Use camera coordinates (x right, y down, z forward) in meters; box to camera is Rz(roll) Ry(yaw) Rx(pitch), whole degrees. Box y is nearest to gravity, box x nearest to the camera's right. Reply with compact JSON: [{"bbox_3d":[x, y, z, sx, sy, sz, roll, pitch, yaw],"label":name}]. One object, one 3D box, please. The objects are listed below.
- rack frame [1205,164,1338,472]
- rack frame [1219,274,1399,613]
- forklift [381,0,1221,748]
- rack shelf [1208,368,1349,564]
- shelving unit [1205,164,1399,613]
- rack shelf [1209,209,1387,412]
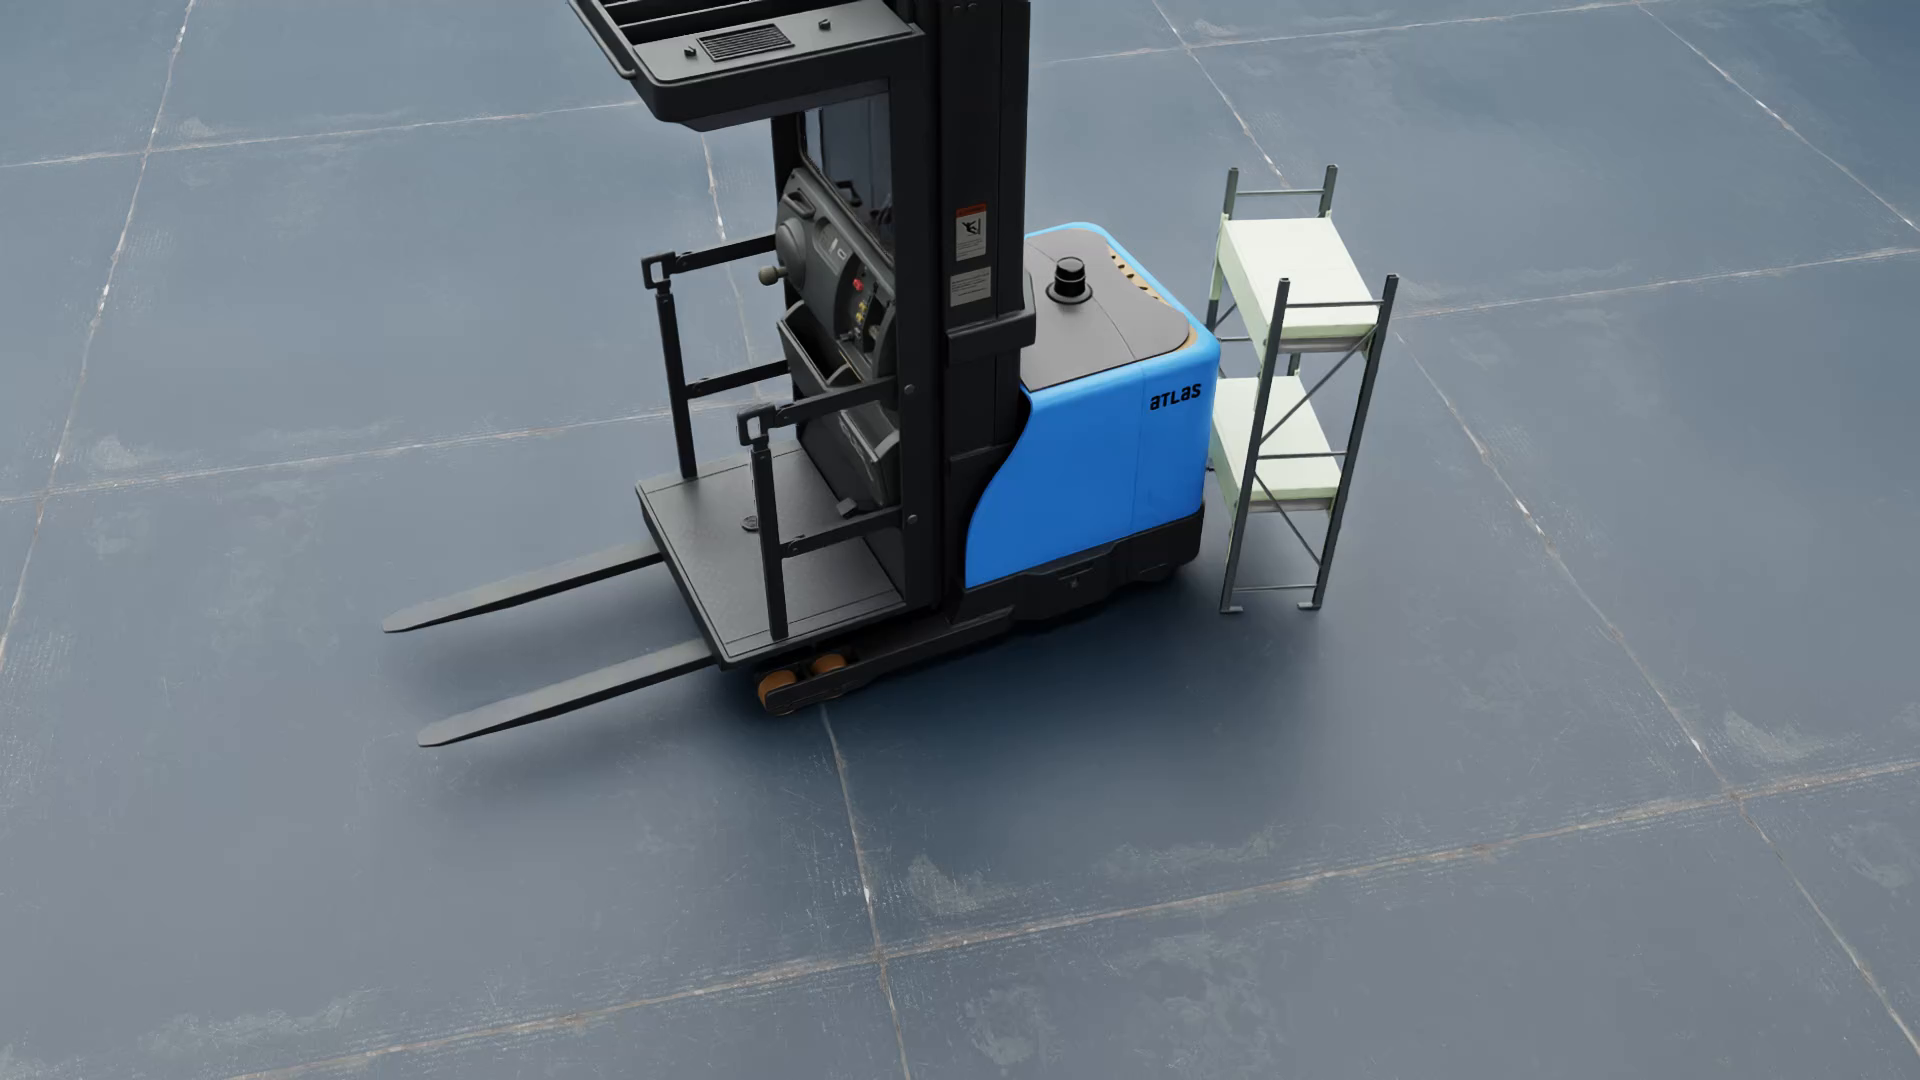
[{"bbox_3d":[1.146,-0.782,6.492,0.400,1.500,0.023,-3,42,-6],"label":"rack frame"},{"bbox_3d":[1.223,-0.299,5.947,0.400,1.500,0.023,-3,42,-6],"label":"rack frame"},{"bbox_3d":[-0.607,-0.862,5.513,3.031,2.935,1.130,-18,45,-19],"label":"forklift"},{"bbox_3d":[1.176,-0.296,6.435,0.431,0.370,0.720,-3,42,-6],"label":"rack shelf"},{"bbox_3d":[1.185,-0.540,6.220,0.431,1.500,0.755,-3,42,-6],"label":"shelving unit"},{"bbox_3d":[1.195,-0.833,5.961,0.431,0.370,0.720,-3,42,-6],"label":"rack shelf"}]
